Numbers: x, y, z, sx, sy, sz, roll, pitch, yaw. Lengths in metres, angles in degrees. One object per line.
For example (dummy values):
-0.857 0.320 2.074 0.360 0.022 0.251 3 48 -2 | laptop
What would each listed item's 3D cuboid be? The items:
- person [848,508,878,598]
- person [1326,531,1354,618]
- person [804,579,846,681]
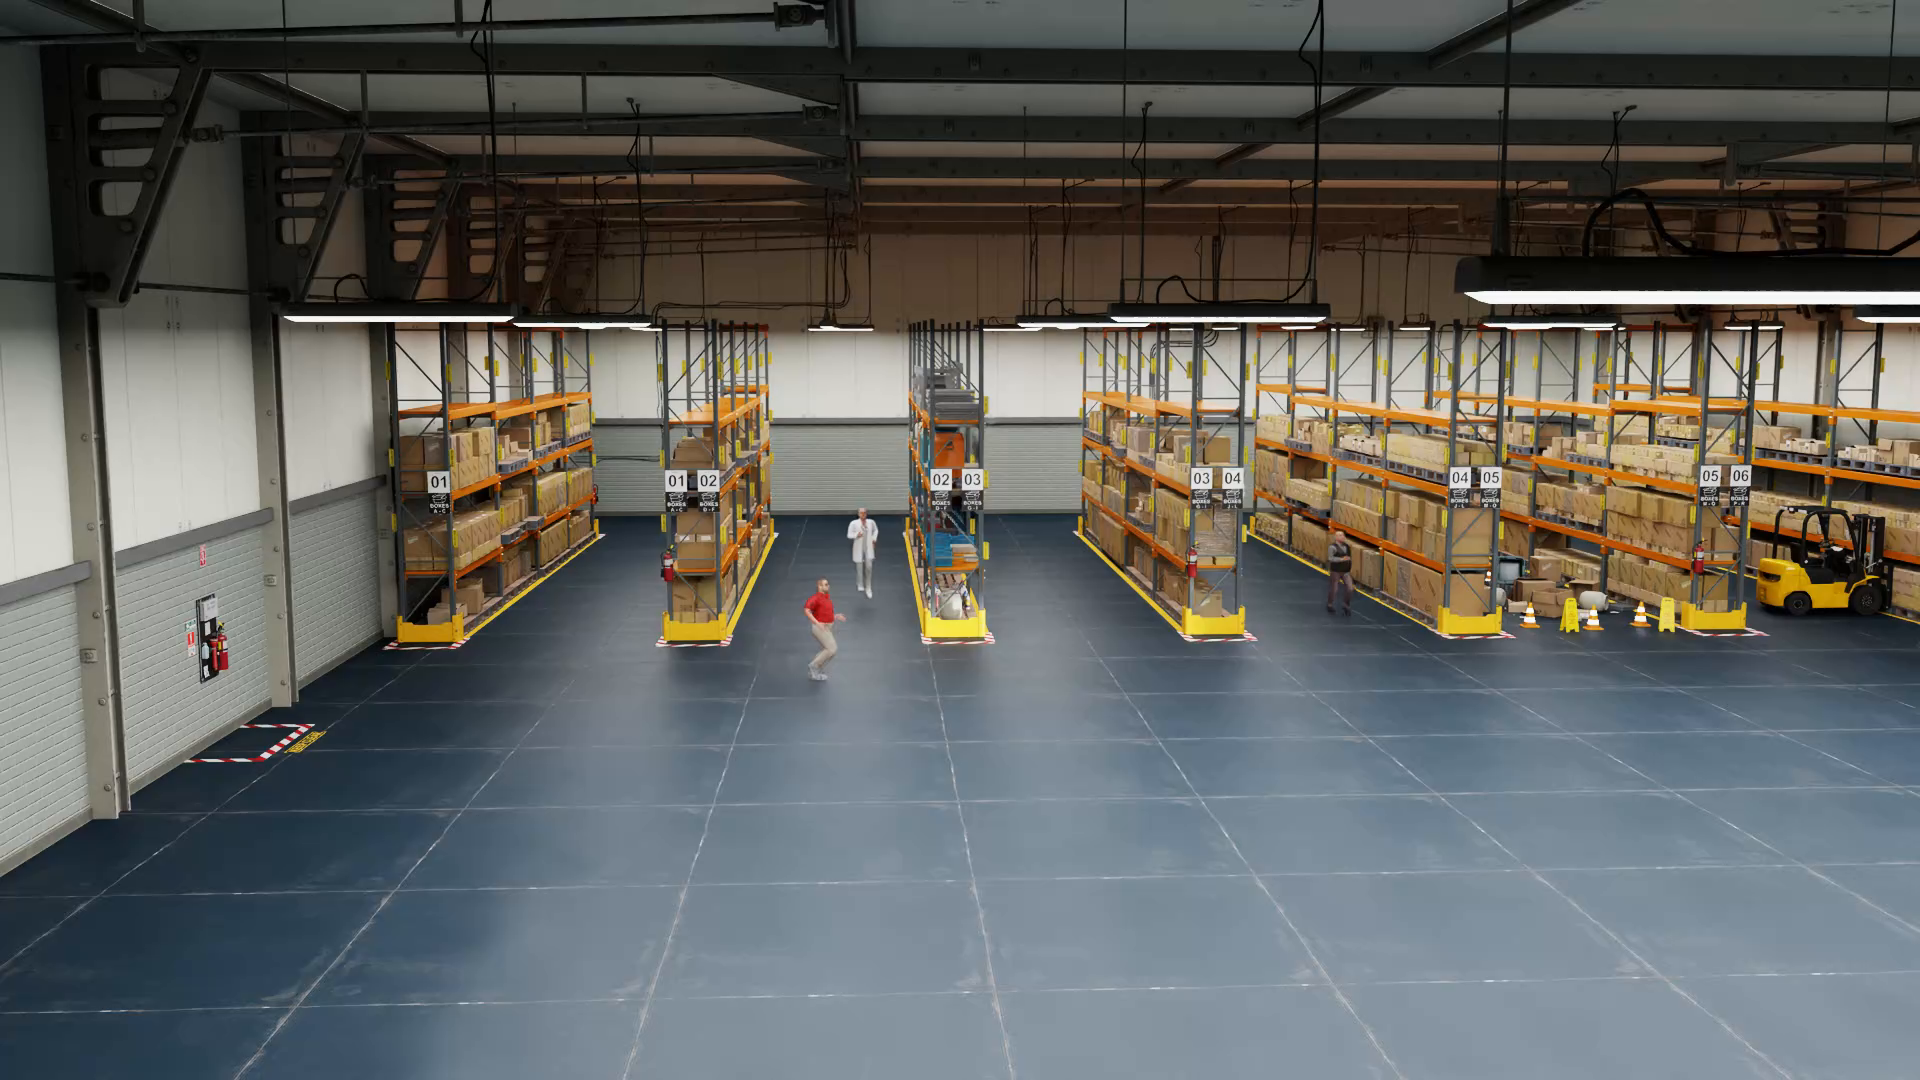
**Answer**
-2.018 0.267 34.905 0.685 1.884 0.759 -1 7 -12 | person
7.752 0.698 33.881 0.624 1.776 0.747 -2 7 -16 | person
-2.224 1.485 27.533 0.624 1.689 0.634 2 7 14 | person
